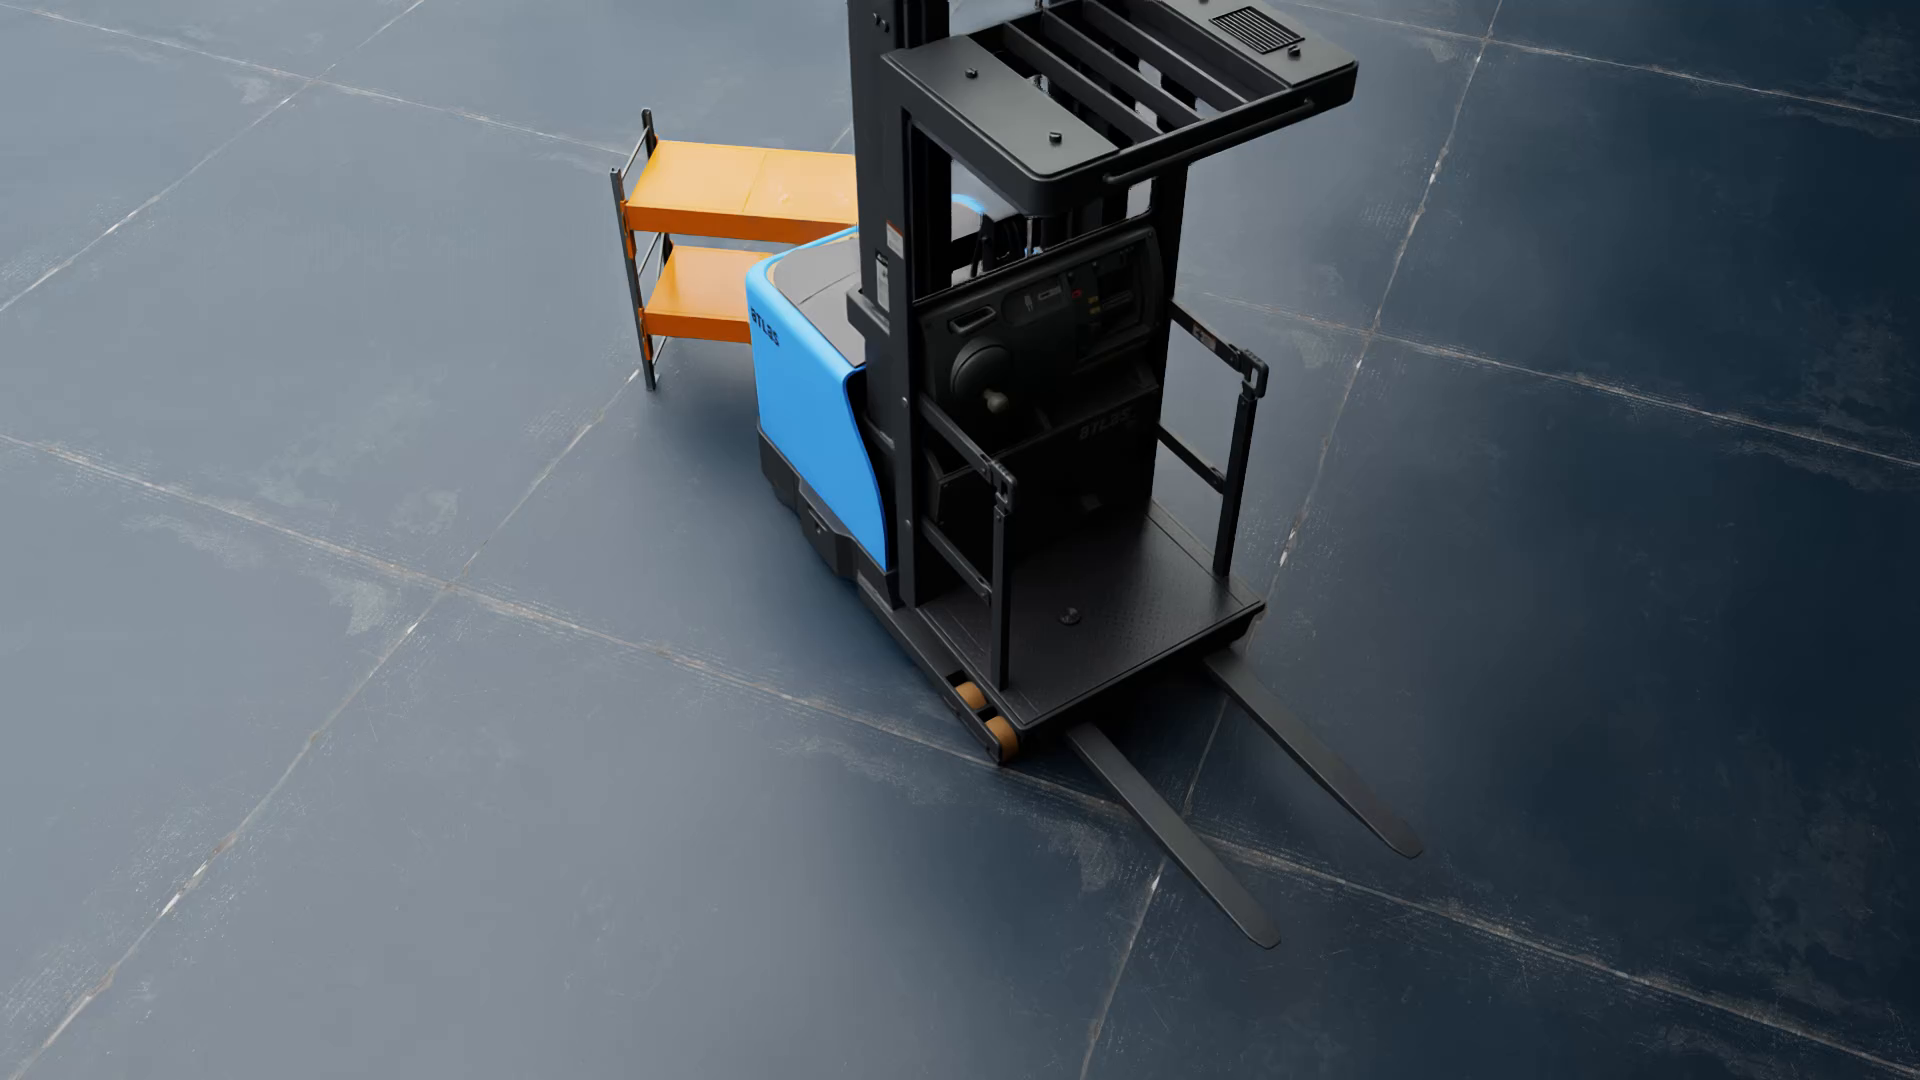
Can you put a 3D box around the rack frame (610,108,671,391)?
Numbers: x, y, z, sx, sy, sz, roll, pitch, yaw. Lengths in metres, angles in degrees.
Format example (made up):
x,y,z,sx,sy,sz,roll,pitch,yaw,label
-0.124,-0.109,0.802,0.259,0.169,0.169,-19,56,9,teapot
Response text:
x,y,z,sx,sy,sz,roll,pitch,yaw,label
-1.348,-1.240,7.199,0.032,1.125,0.500,6,45,6,rack frame

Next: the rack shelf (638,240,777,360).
x,y,z,sx,sy,sz,roll,pitch,yaw,label
-0.844,-1.016,7.321,1.000,0.278,0.538,6,45,6,rack shelf

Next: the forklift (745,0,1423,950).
x,y,z,sx,sy,sz,roll,pitch,yaw,label
0.400,-0.631,5.306,1.130,2.935,3.031,-25,50,-23,forklift

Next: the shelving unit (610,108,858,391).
x,y,z,sx,sy,sz,roll,pitch,yaw,label
-0.844,-1.190,7.148,1.048,1.125,0.538,6,45,6,shelving unit

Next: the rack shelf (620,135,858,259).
x,y,z,sx,sy,sz,roll,pitch,yaw,label
-0.844,-1.397,6.942,1.000,0.278,0.538,6,45,6,rack shelf
